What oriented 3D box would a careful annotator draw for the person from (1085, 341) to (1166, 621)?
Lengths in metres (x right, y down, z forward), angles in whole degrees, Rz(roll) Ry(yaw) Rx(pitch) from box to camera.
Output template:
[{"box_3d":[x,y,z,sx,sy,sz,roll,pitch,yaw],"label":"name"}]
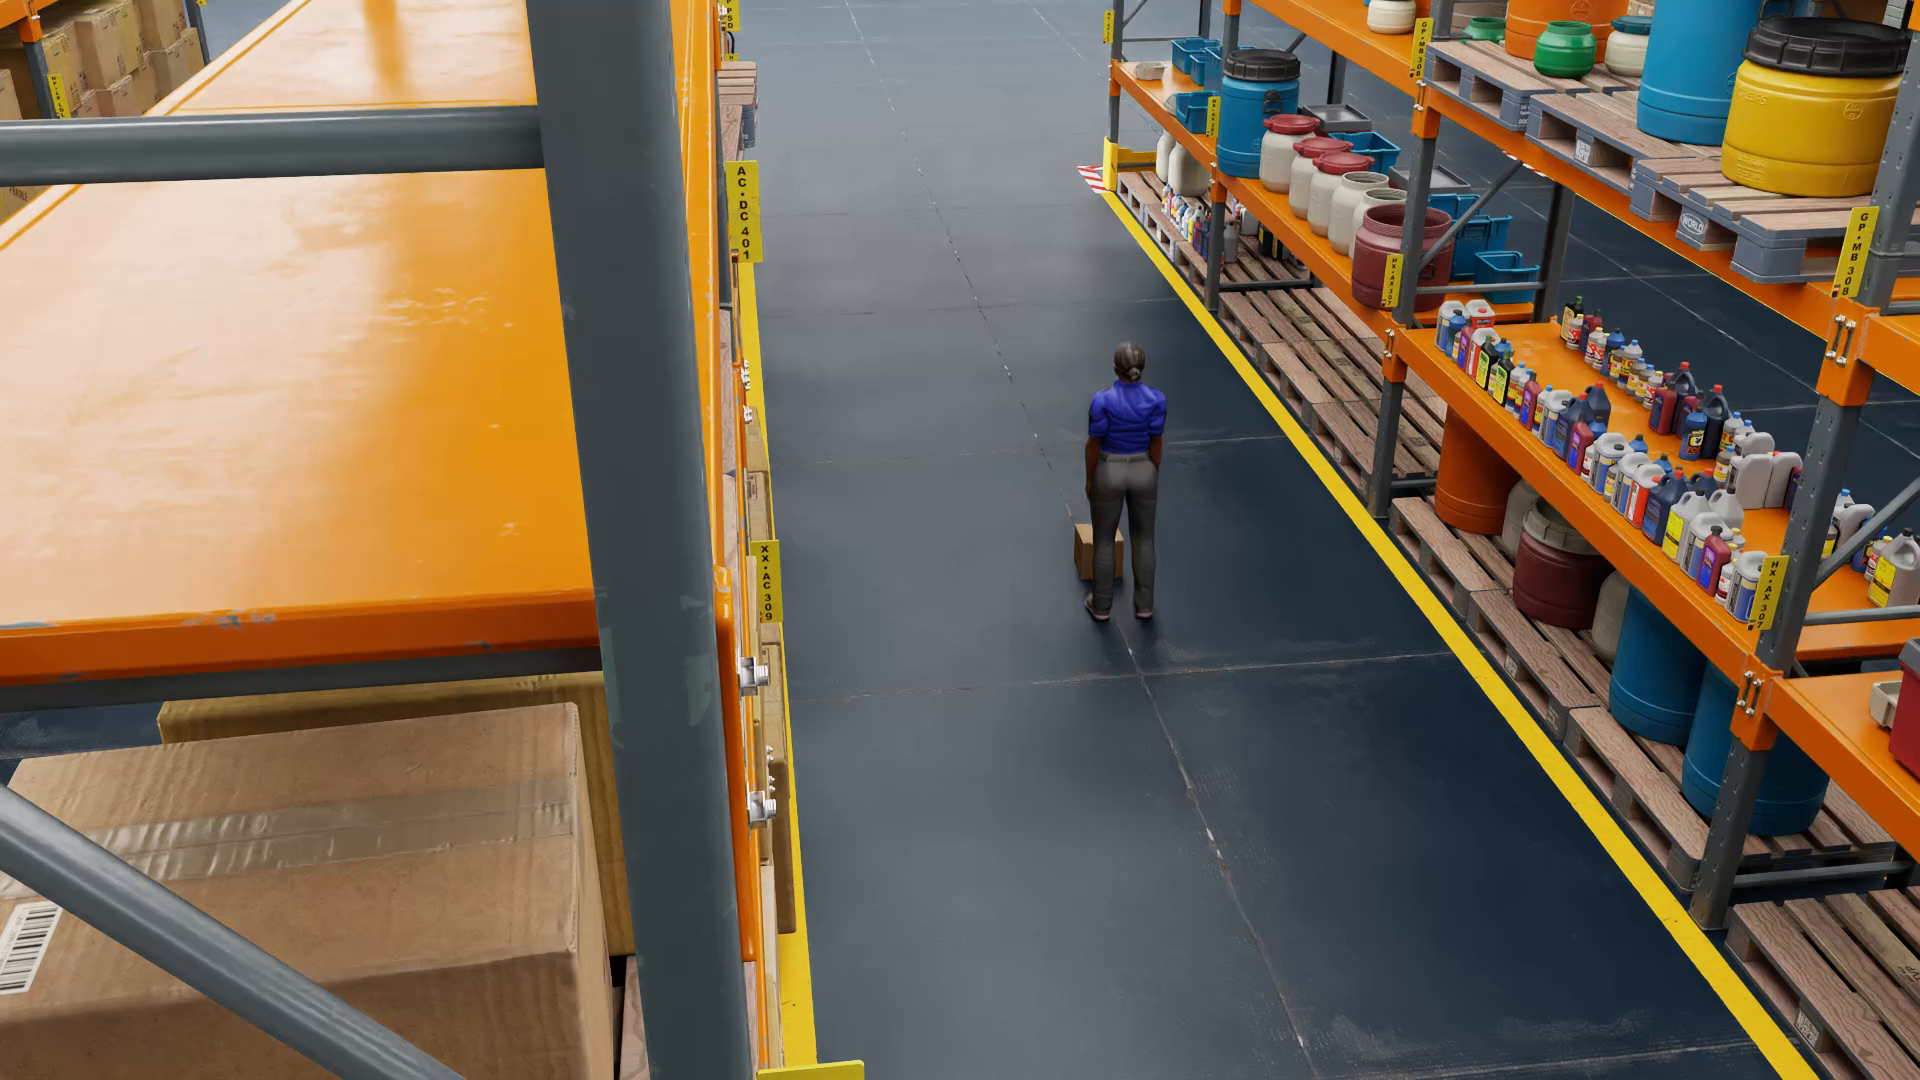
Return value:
[{"box_3d":[0.902,-0.325,9.265,0.437,1.671,0.298,-3,27,-6],"label":"person"}]
